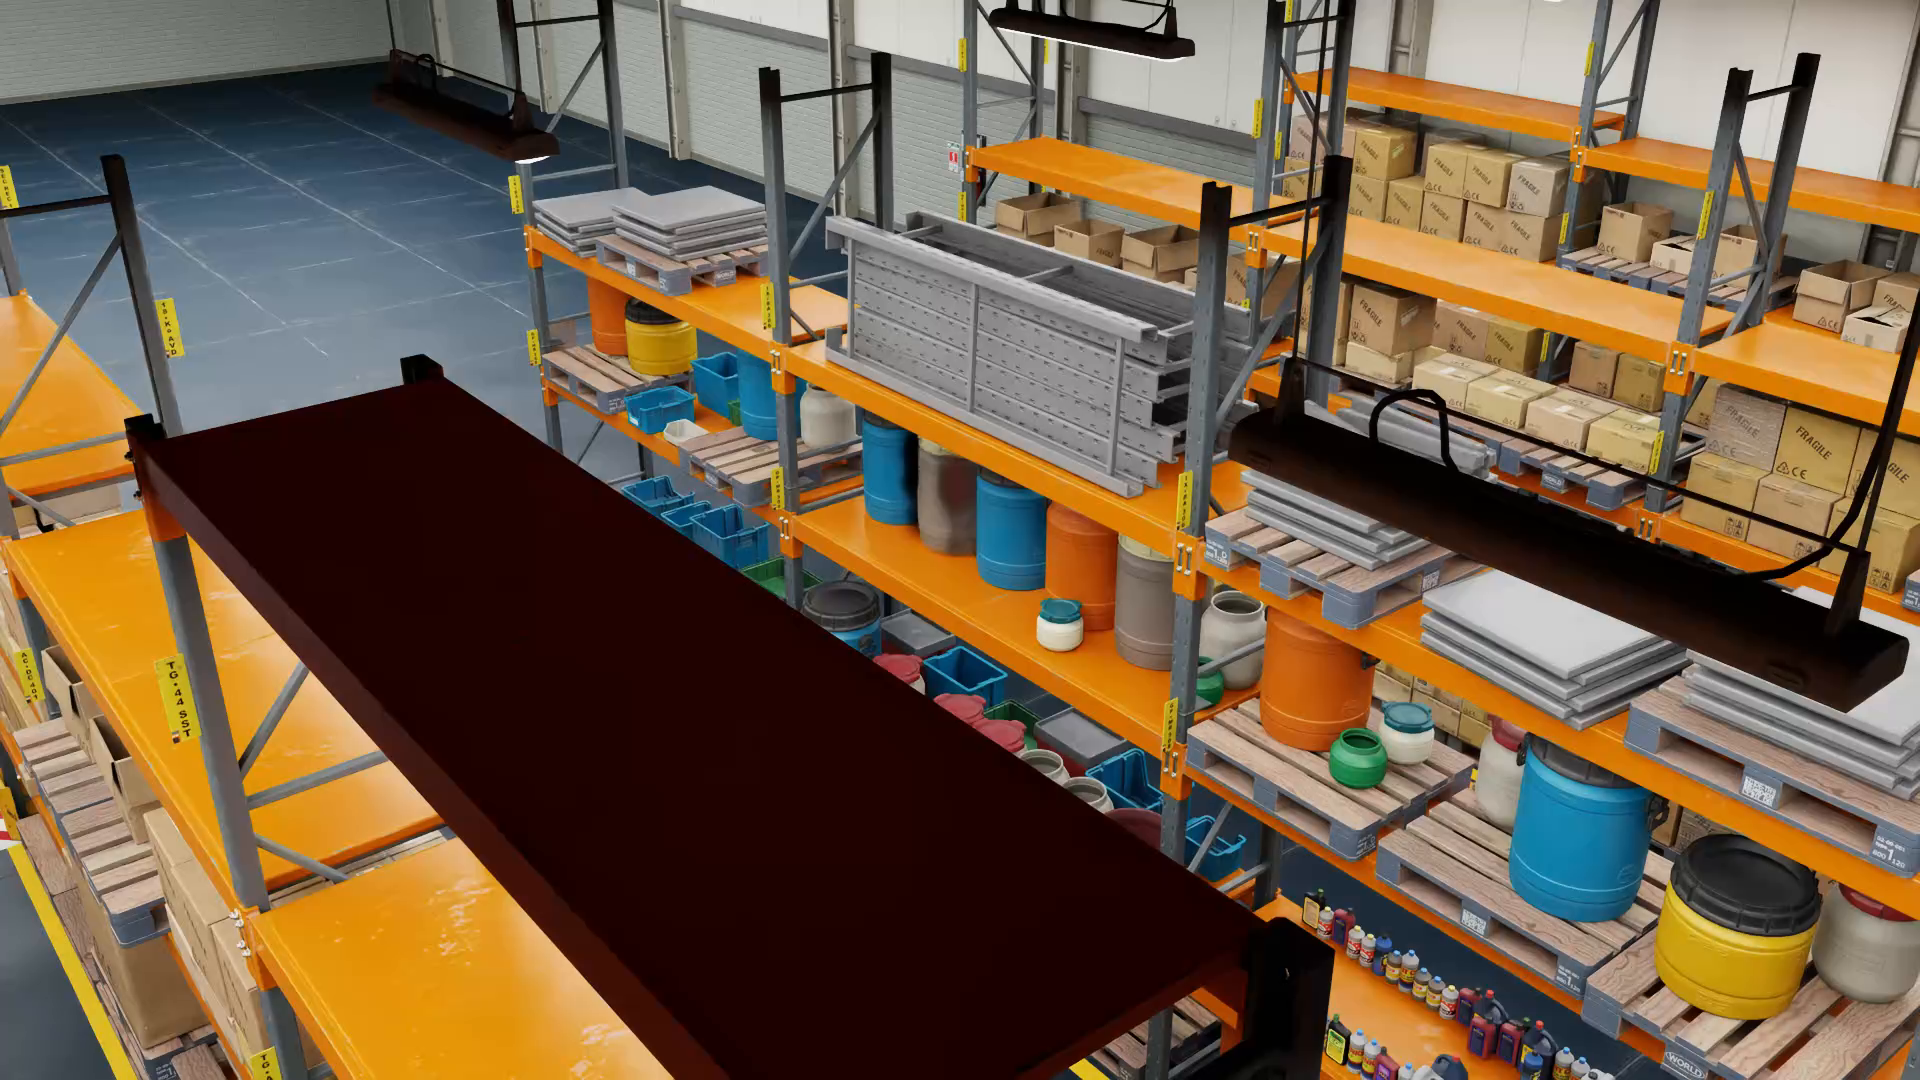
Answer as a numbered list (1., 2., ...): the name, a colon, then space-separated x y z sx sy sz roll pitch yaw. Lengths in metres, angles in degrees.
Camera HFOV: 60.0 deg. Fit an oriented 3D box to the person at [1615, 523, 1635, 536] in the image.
1. person: 6.395 0.194 15.883 0.956 1.737 0.635 21 33 36
